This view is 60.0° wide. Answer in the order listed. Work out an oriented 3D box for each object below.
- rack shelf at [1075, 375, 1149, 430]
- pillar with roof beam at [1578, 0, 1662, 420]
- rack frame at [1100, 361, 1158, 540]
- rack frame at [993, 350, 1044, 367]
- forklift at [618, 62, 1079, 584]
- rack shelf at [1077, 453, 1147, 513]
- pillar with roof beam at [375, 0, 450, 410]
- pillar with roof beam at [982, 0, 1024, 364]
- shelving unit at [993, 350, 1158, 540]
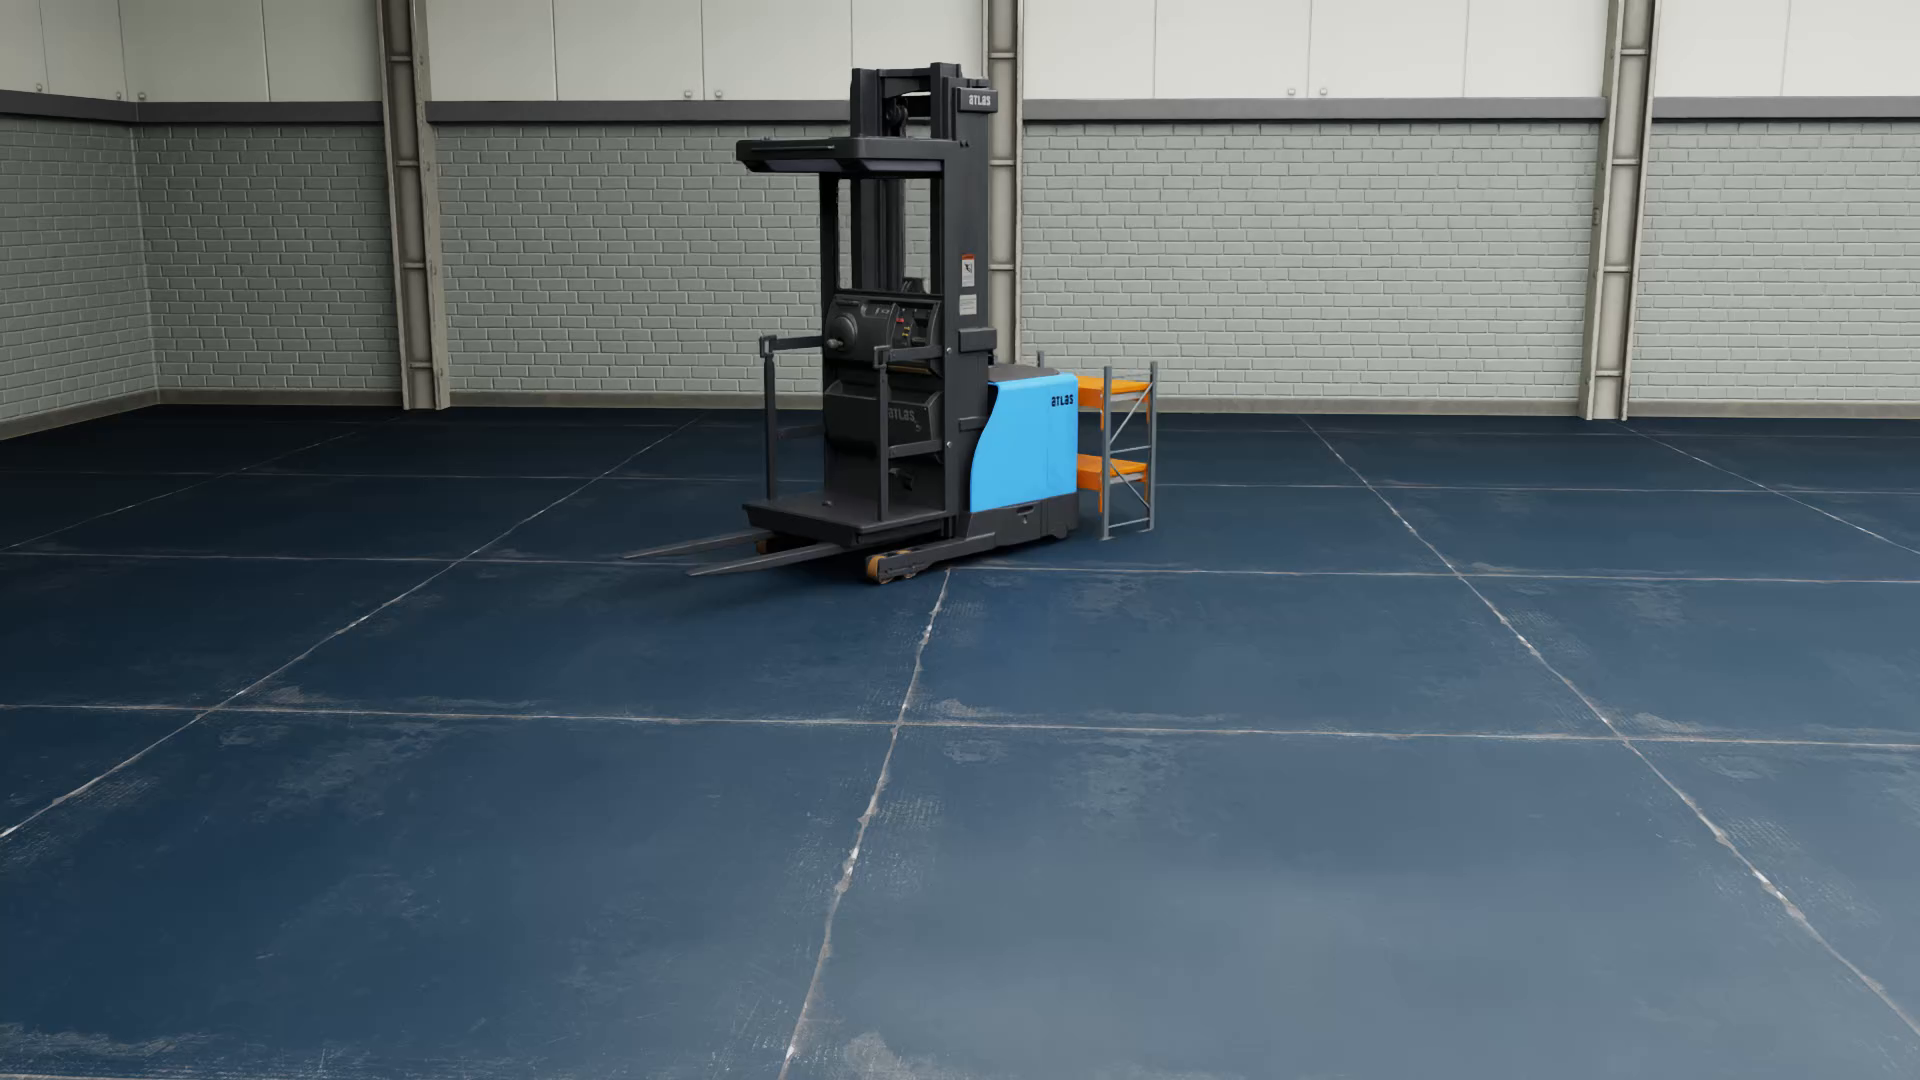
[{"bbox_3d":[0.749,-0.947,11.119,0.538,0.278,1.000,-11,16,-43],"label":"rack shelf"},{"bbox_3d":[6.119,-4.744,11.471,0.400,9.000,9.100,1,12,4],"label":"pillar with roof beam"},{"bbox_3d":[1.101,-0.586,10.820,0.500,1.125,0.032,-11,16,-43],"label":"rack frame"},{"bbox_3d":[0.397,-0.736,11.538,0.500,1.125,0.032,-11,16,-43],"label":"rack frame"},{"bbox_3d":[-0.613,-1.301,9.827,1.130,2.935,3.031,11,16,43],"label":"forklift"},{"bbox_3d":[0.749,-0.421,11.229,0.538,0.278,1.000,-11,16,-43],"label":"rack shelf"},{"bbox_3d":[-5.855,-4.909,12.255,0.400,9.000,9.100,1,12,4],"label":"pillar with roof beam"},{"bbox_3d":[0.132,-4.826,11.863,0.400,9.000,9.100,1,12,4],"label":"pillar with roof beam"},{"bbox_3d":[0.749,-0.661,11.179,0.538,1.125,1.048,-11,16,-43],"label":"shelving unit"}]
